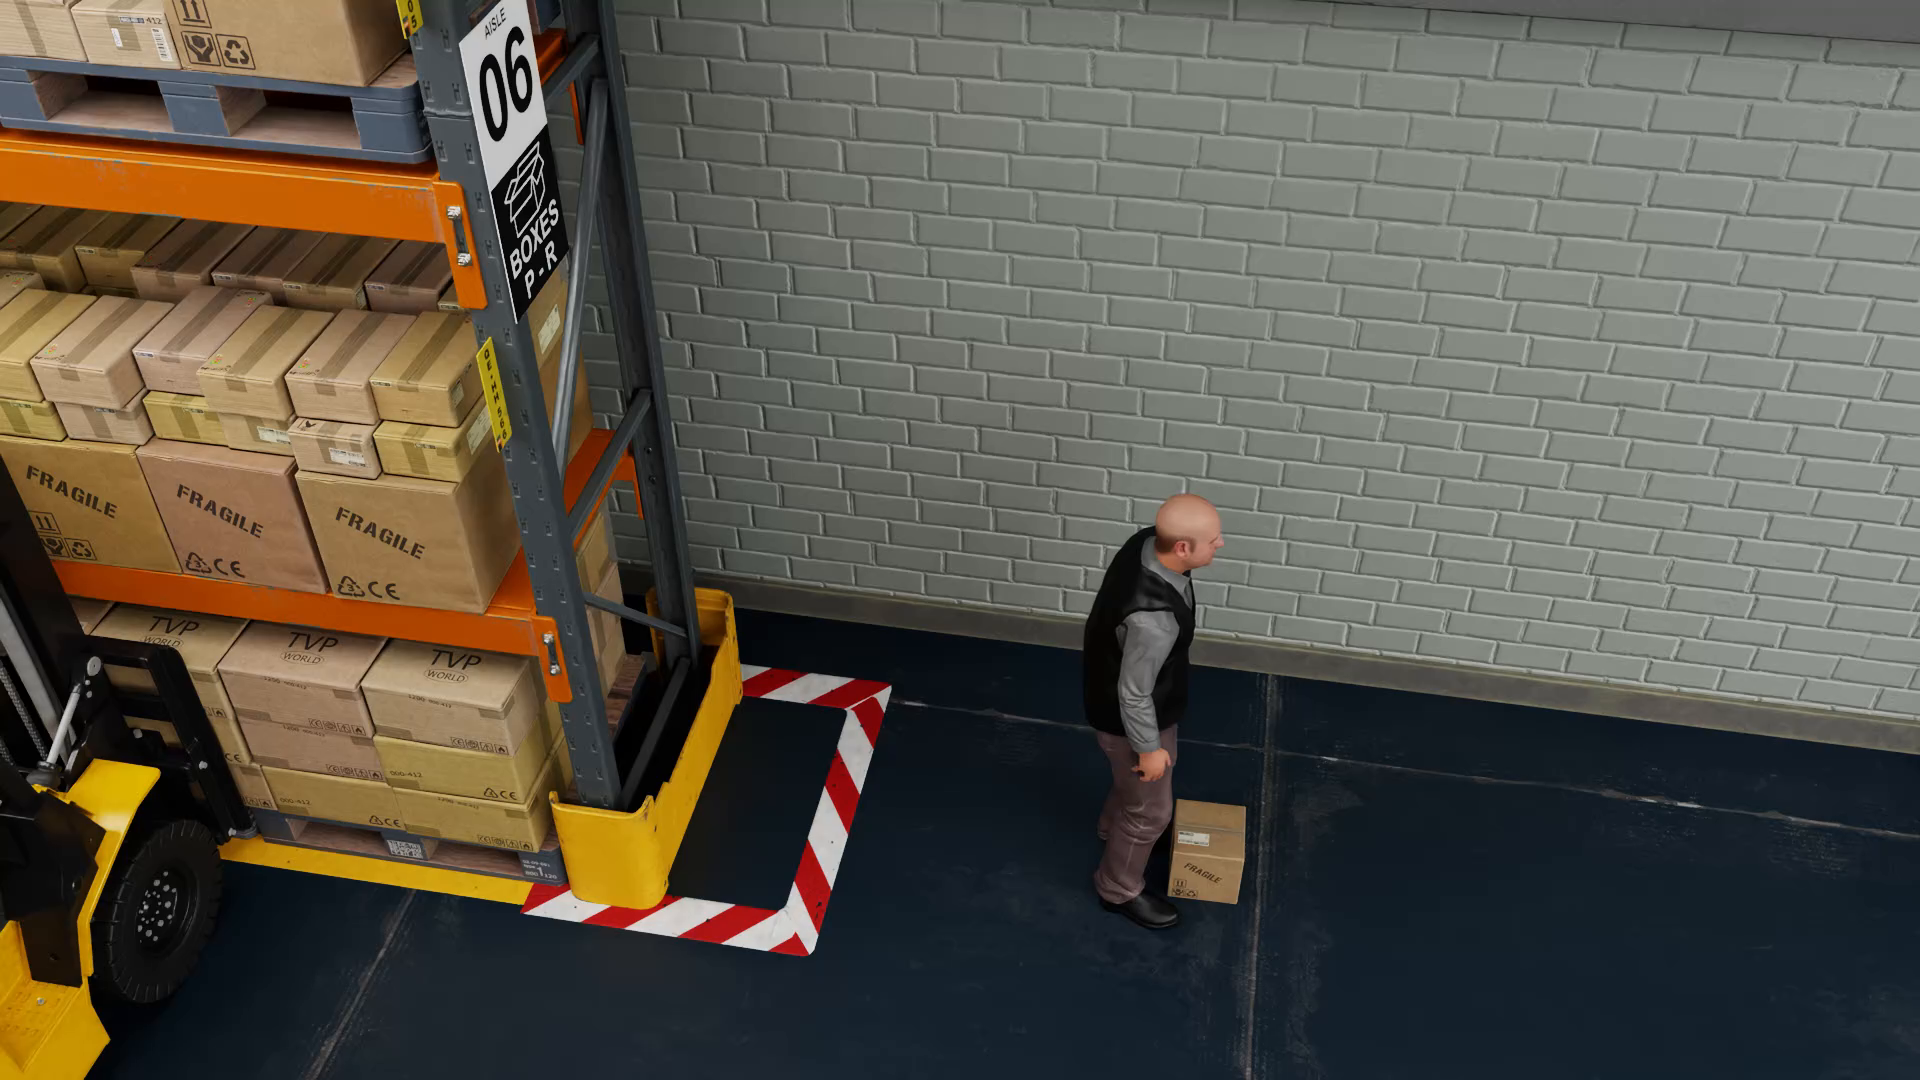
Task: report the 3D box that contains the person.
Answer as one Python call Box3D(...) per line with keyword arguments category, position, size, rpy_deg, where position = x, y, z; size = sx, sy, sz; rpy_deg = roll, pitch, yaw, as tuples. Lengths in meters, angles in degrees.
Box3D(category="person", position=(0.620, 0.579, 5.573), size=(0.398, 1.616, 0.580), rpy_deg=(7, 41, 8))
